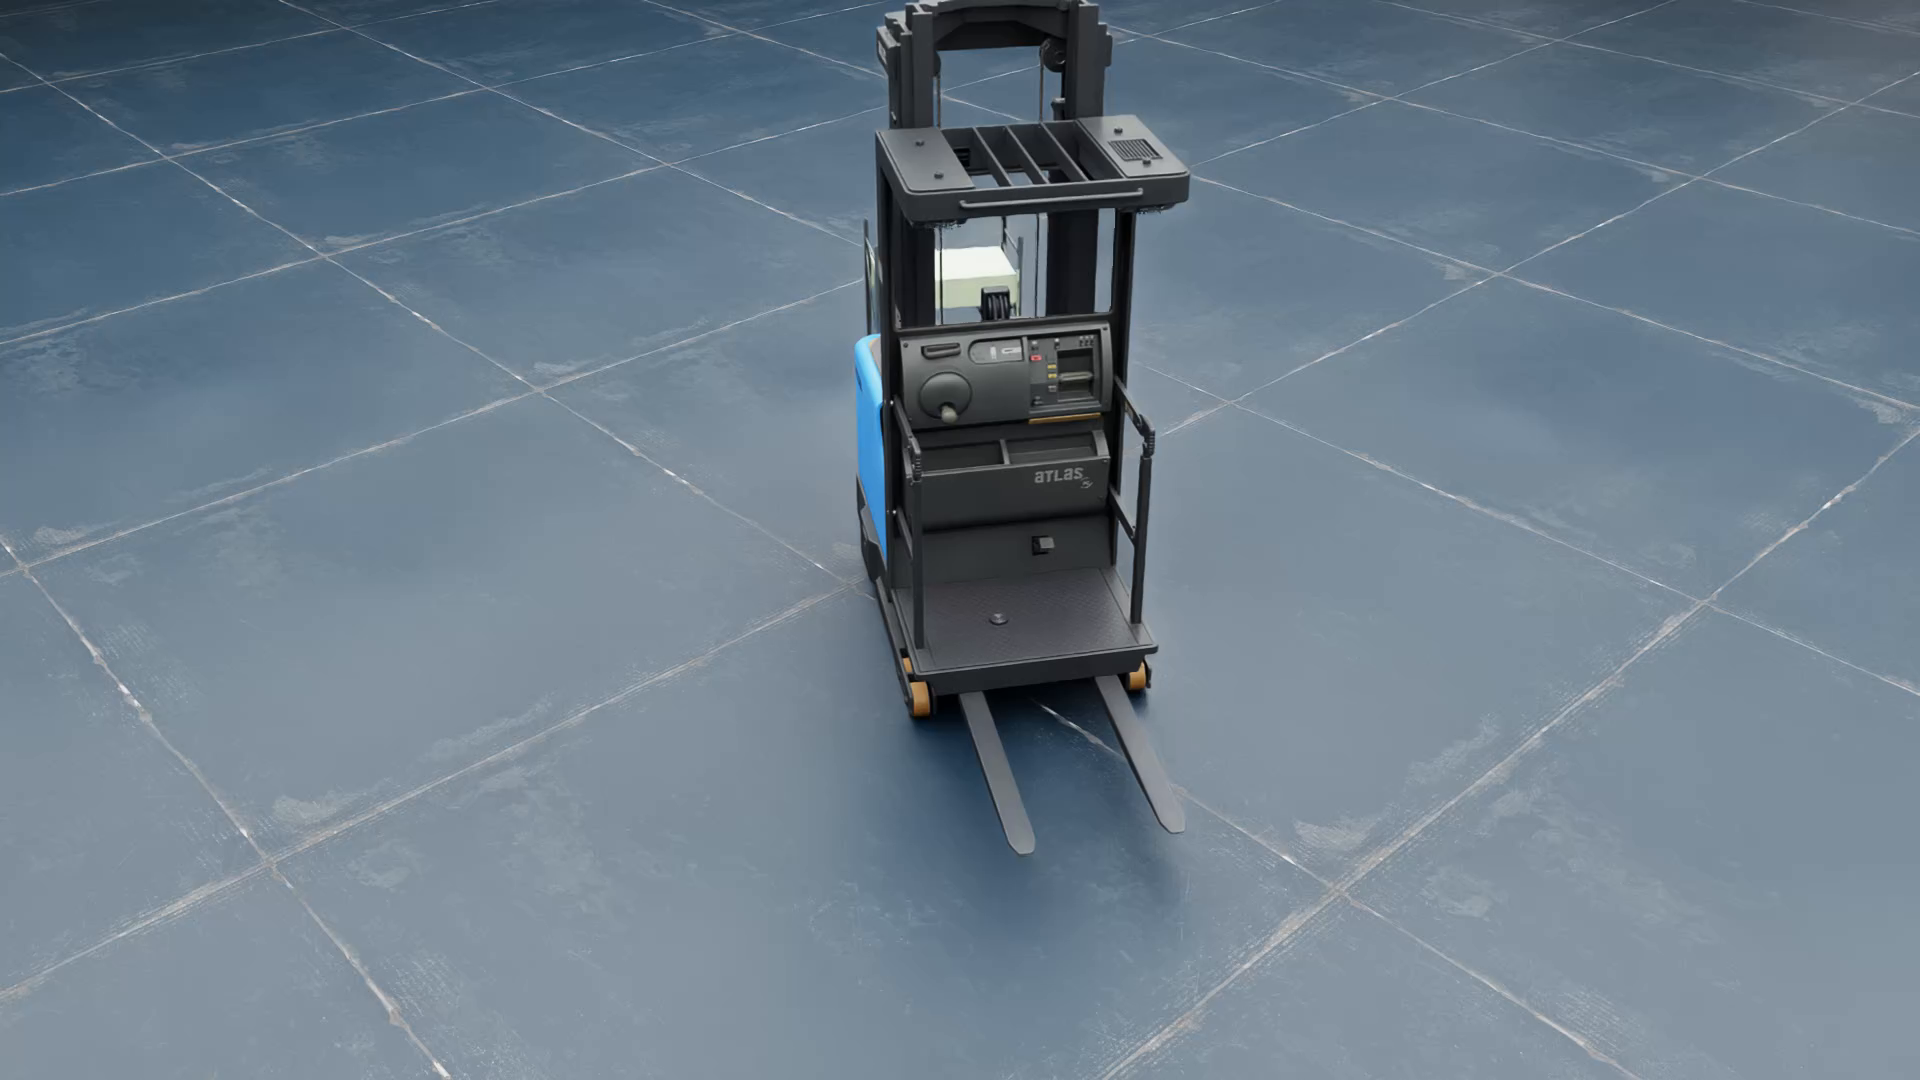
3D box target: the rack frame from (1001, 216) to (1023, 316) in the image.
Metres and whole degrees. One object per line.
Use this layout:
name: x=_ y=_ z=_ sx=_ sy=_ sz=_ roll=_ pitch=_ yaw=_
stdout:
rack frame: x=0.266 y=-0.995 z=8.939 sx=0.023 sy=1.500 sz=0.400 roll=-6 pitch=32 yaw=-10

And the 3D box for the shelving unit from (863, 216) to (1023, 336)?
shelving unit: x=-0.093 y=-0.957 z=8.877 sx=0.755 sy=1.500 sz=0.431 roll=-6 pitch=32 yaw=-10

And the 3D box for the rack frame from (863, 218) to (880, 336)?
rack frame: x=-0.451 y=-0.919 z=8.815 sx=0.023 sy=1.500 sz=0.400 roll=-6 pitch=32 yaw=-10

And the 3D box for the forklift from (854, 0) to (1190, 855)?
forklift: x=0.250 y=-0.666 z=7.030 sx=1.130 sy=2.935 sz=3.031 roll=-6 pitch=32 yaw=-10

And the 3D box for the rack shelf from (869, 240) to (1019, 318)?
rack shelf: x=-0.093 y=-1.290 z=8.673 sx=0.720 sy=0.370 sz=0.431 roll=-6 pitch=32 yaw=-10
